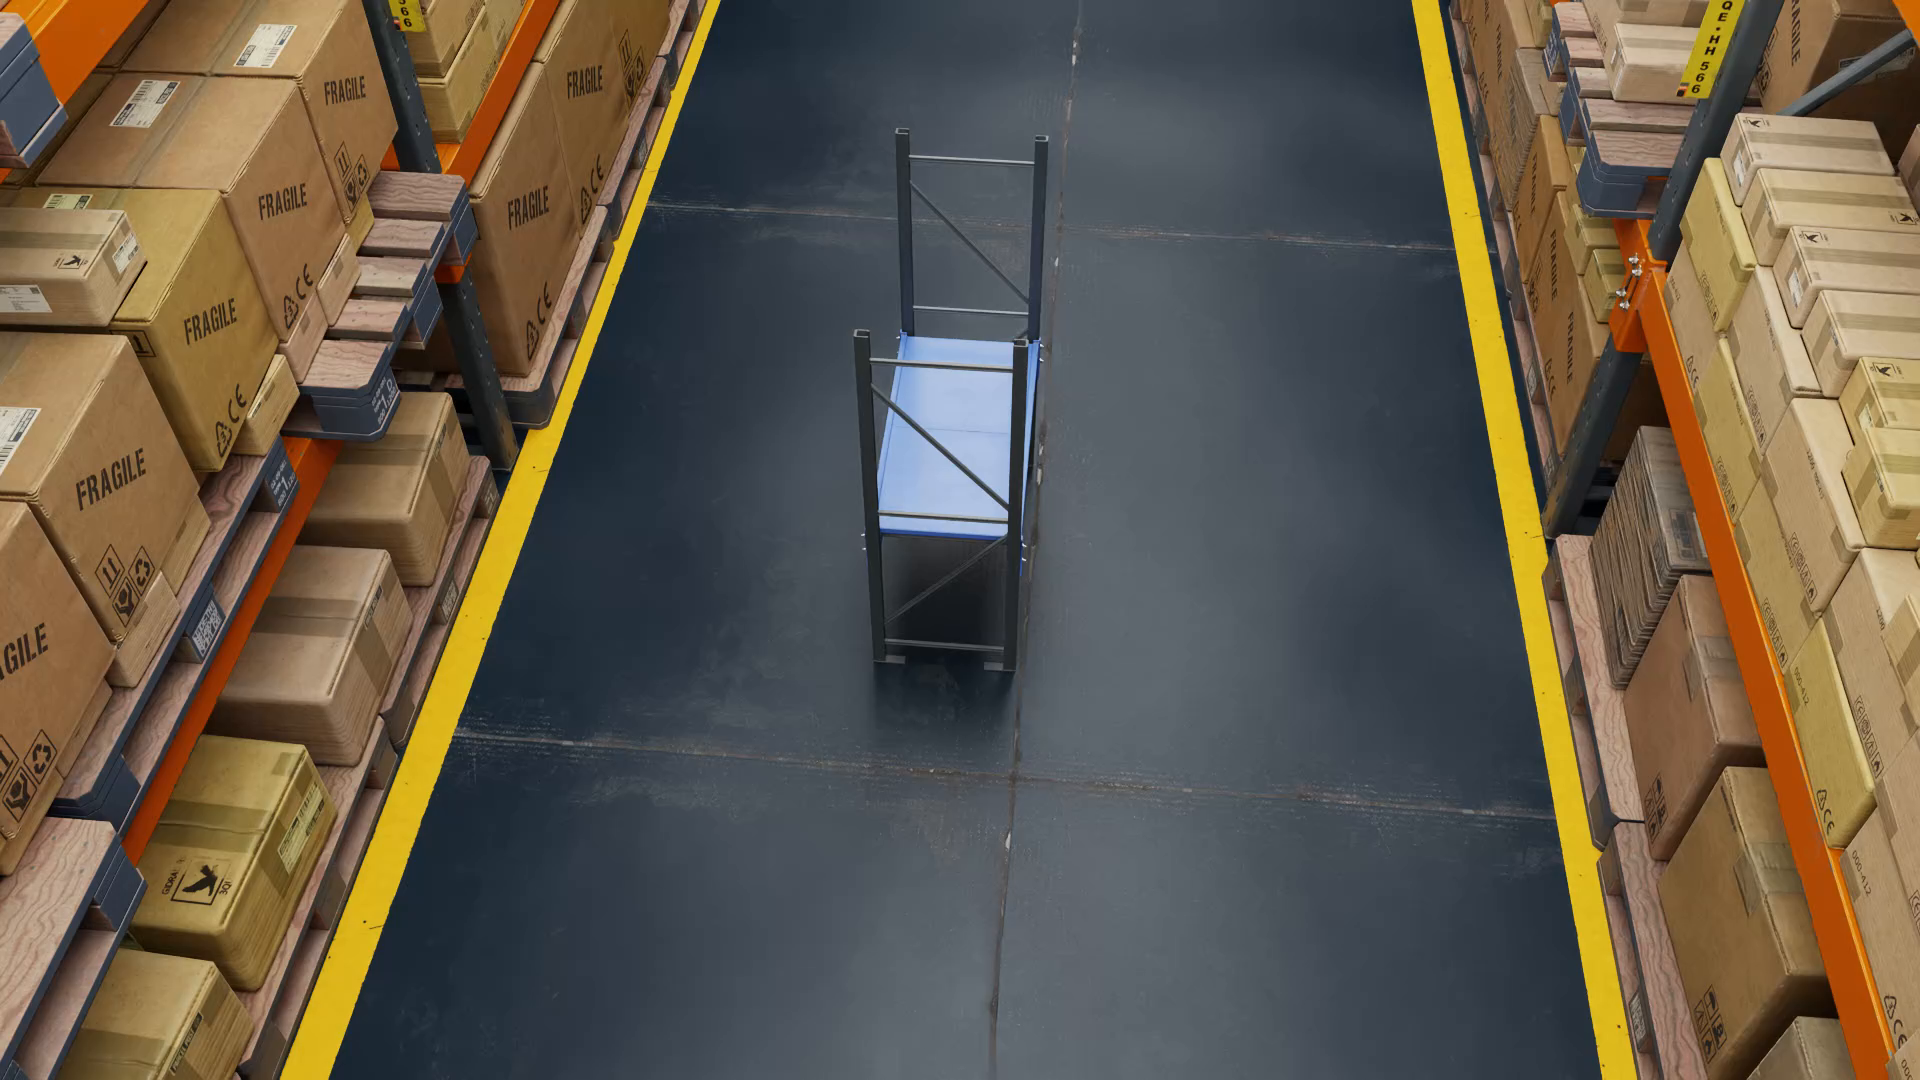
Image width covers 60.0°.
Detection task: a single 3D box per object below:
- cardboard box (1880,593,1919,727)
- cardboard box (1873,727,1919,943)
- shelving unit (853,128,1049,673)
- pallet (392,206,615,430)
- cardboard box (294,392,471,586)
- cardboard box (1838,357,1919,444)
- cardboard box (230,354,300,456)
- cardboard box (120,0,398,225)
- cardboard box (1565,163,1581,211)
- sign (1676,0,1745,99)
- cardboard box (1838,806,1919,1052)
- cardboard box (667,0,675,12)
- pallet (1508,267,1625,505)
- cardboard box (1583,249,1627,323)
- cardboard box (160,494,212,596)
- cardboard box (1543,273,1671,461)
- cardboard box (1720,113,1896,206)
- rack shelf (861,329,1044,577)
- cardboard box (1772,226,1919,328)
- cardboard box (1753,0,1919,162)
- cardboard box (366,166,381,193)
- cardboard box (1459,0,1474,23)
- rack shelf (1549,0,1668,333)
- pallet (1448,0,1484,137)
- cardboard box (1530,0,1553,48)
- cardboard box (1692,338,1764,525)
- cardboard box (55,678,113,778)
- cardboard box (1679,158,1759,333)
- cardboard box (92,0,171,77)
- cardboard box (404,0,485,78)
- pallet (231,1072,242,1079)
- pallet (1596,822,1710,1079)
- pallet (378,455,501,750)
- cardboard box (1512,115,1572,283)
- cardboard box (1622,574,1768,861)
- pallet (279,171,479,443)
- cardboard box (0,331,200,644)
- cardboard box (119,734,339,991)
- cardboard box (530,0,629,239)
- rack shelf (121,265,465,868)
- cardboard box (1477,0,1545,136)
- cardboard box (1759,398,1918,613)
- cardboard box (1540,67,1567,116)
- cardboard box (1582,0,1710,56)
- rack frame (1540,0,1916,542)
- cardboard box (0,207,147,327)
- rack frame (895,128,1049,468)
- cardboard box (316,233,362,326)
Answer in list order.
[{"bbox_3d":[2.180,0.259,3.473,0.380,0.149,0.250,3,48,2],"label":"cardboard box"},{"bbox_3d":[2.218,0.669,3.368,0.500,0.250,0.500,5,48,4],"label":"cardboard box"},{"bbox_3d":[-0.008,-0.443,5.639,0.538,1.500,1.048,4,48,4],"label":"shelving unit"},{"bbox_3d":[-2.096,-0.985,7.008,1.003,0.211,1.213,4,48,4],"label":"pallet"},{"bbox_3d":[-2.304,-0.192,5.889,0.950,0.372,0.625,1,48,1],"label":"cardboard box"},{"bbox_3d":[2.353,-0.292,3.977,0.380,0.149,0.250,4,48,4],"label":"cardboard box"},{"bbox_3d":[-2.011,-0.374,4.445,0.380,0.149,0.250,5,48,4],"label":"cardboard box"},{"bbox_3d":[-2.007,-1.275,4.829,0.500,0.500,0.500,3,48,2],"label":"cardboard box"},{"bbox_3d":[2.555,-1.311,6.386,0.380,0.149,0.250,2,48,2],"label":"cardboard box"},{"bbox_3d":[2.159,-1.414,4.780,0.100,0.325,0.005,4,48,4],"label":"sign"},{"bbox_3d":[2.237,0.849,3.542,0.500,0.250,0.500,4,48,4],"label":"cardboard box"},{"bbox_3d":[-1.855,-3.255,8.349,0.875,0.875,0.875,5,48,5],"label":"cardboard box"},{"bbox_3d":[2.806,-0.625,6.679,1.003,0.211,1.213,4,48,4],"label":"pallet"},{"bbox_3d":[2.493,-0.917,6.026,0.380,0.149,0.250,2,48,2],"label":"cardboard box"},{"bbox_3d":[-2.101,-0.008,4.110,0.380,0.149,0.250,2,48,2],"label":"cardboard box"},{"bbox_3d":[2.525,-0.644,6.215,0.500,0.500,0.500,5,48,5],"label":"cardboard box"},{"bbox_3d":[2.378,-1.059,4.678,0.380,0.149,0.250,5,48,5],"label":"cardboard box"},{"bbox_3d":[-0.008,-0.322,5.772,0.538,0.185,1.000,4,48,4],"label":"rack shelf"},{"bbox_3d":[2.357,-0.672,4.324,0.380,0.149,0.250,5,48,5],"label":"cardboard box"},{"bbox_3d":[2.903,-1.564,5.295,0.500,0.500,0.500,6,48,5],"label":"cardboard box"},{"bbox_3d":[-2.038,-1.152,5.156,0.380,0.149,0.250,5,48,5],"label":"cardboard box"},{"bbox_3d":[2.797,-2.918,8.295,0.500,0.500,0.500,6,48,5],"label":"cardboard box"},{"bbox_3d":[2.883,-2.247,6.760,1.077,0.370,4.000,4,48,4],"label":"rack shelf"},{"bbox_3d":[3.029,-2.418,8.319,1.003,0.211,1.213,4,48,4],"label":"pallet"},{"bbox_3d":[2.711,-2.267,7.261,0.380,0.149,0.250,5,48,5],"label":"cardboard box"},{"bbox_3d":[2.366,-0.291,4.585,0.500,0.250,0.500,3,48,3],"label":"cardboard box"},{"bbox_3d":[-2.172,0.382,3.754,0.380,0.149,0.250,4,48,4],"label":"cardboard box"},{"bbox_3d":[2.392,-0.831,4.740,0.500,0.250,0.500,4,48,3],"label":"cardboard box"},{"bbox_3d":[-2.514,-1.312,4.864,0.500,0.500,0.500,3,48,2],"label":"cardboard box"},{"bbox_3d":[-1.951,-1.825,5.650,0.500,0.250,0.500,4,48,3],"label":"cardboard box"},{"bbox_3d":[-2.538,1.957,4.317,1.003,0.211,1.213,4,48,4],"label":"pallet"},{"bbox_3d":[2.473,1.417,4.811,1.003,0.211,1.213,4,48,4],"label":"pallet"},{"bbox_3d":[-2.316,0.164,5.957,1.003,0.211,1.213,4,48,4],"label":"pallet"},{"bbox_3d":[2.626,-1.396,6.903,0.500,0.500,0.500,6,48,5],"label":"cardboard box"},{"bbox_3d":[2.578,0.577,5.014,0.875,0.625,0.625,5,48,5],"label":"cardboard box"},{"bbox_3d":[-2.202,-0.756,5.039,1.213,0.211,1.003,4,48,4],"label":"pallet"},{"bbox_3d":[-2.139,-0.122,3.775,0.500,0.500,0.500,2,48,2],"label":"cardboard box"},{"bbox_3d":[-2.438,0.908,4.883,0.950,0.372,0.625,5,48,5],"label":"cardboard box"},{"bbox_3d":[-2.012,-1.933,7.141,0.875,0.875,0.875,4,48,4],"label":"cardboard box"},{"bbox_3d":[-2.425,0.361,4.375,1.077,0.370,4.000,4,48,4],"label":"rack shelf"},{"bbox_3d":[2.708,-2.159,7.601,0.500,0.500,0.500,3,48,2],"label":"cardboard box"},{"bbox_3d":[2.304,-0.078,4.051,0.500,0.250,0.500,3,48,3],"label":"cardboard box"},{"bbox_3d":[2.642,-1.890,6.916,0.380,0.149,0.250,2,48,2],"label":"cardboard box"},{"bbox_3d":[2.474,-1.909,5.780,0.500,0.250,0.500,2,48,2],"label":"cardboard box"},{"bbox_3d":[2.701,-1.021,5.151,1.000,3.000,0.127,4,48,4],"label":"rack frame"},{"bbox_3d":[-2.111,-0.625,3.796,0.380,0.149,0.250,2,48,2],"label":"cardboard box"},{"bbox_3d":[0.039,-0.817,5.981,0.500,1.500,0.032,4,48,4],"label":"rack frame"},{"bbox_3d":[-1.969,-0.762,4.800,0.380,0.149,0.250,4,48,3],"label":"cardboard box"}]
